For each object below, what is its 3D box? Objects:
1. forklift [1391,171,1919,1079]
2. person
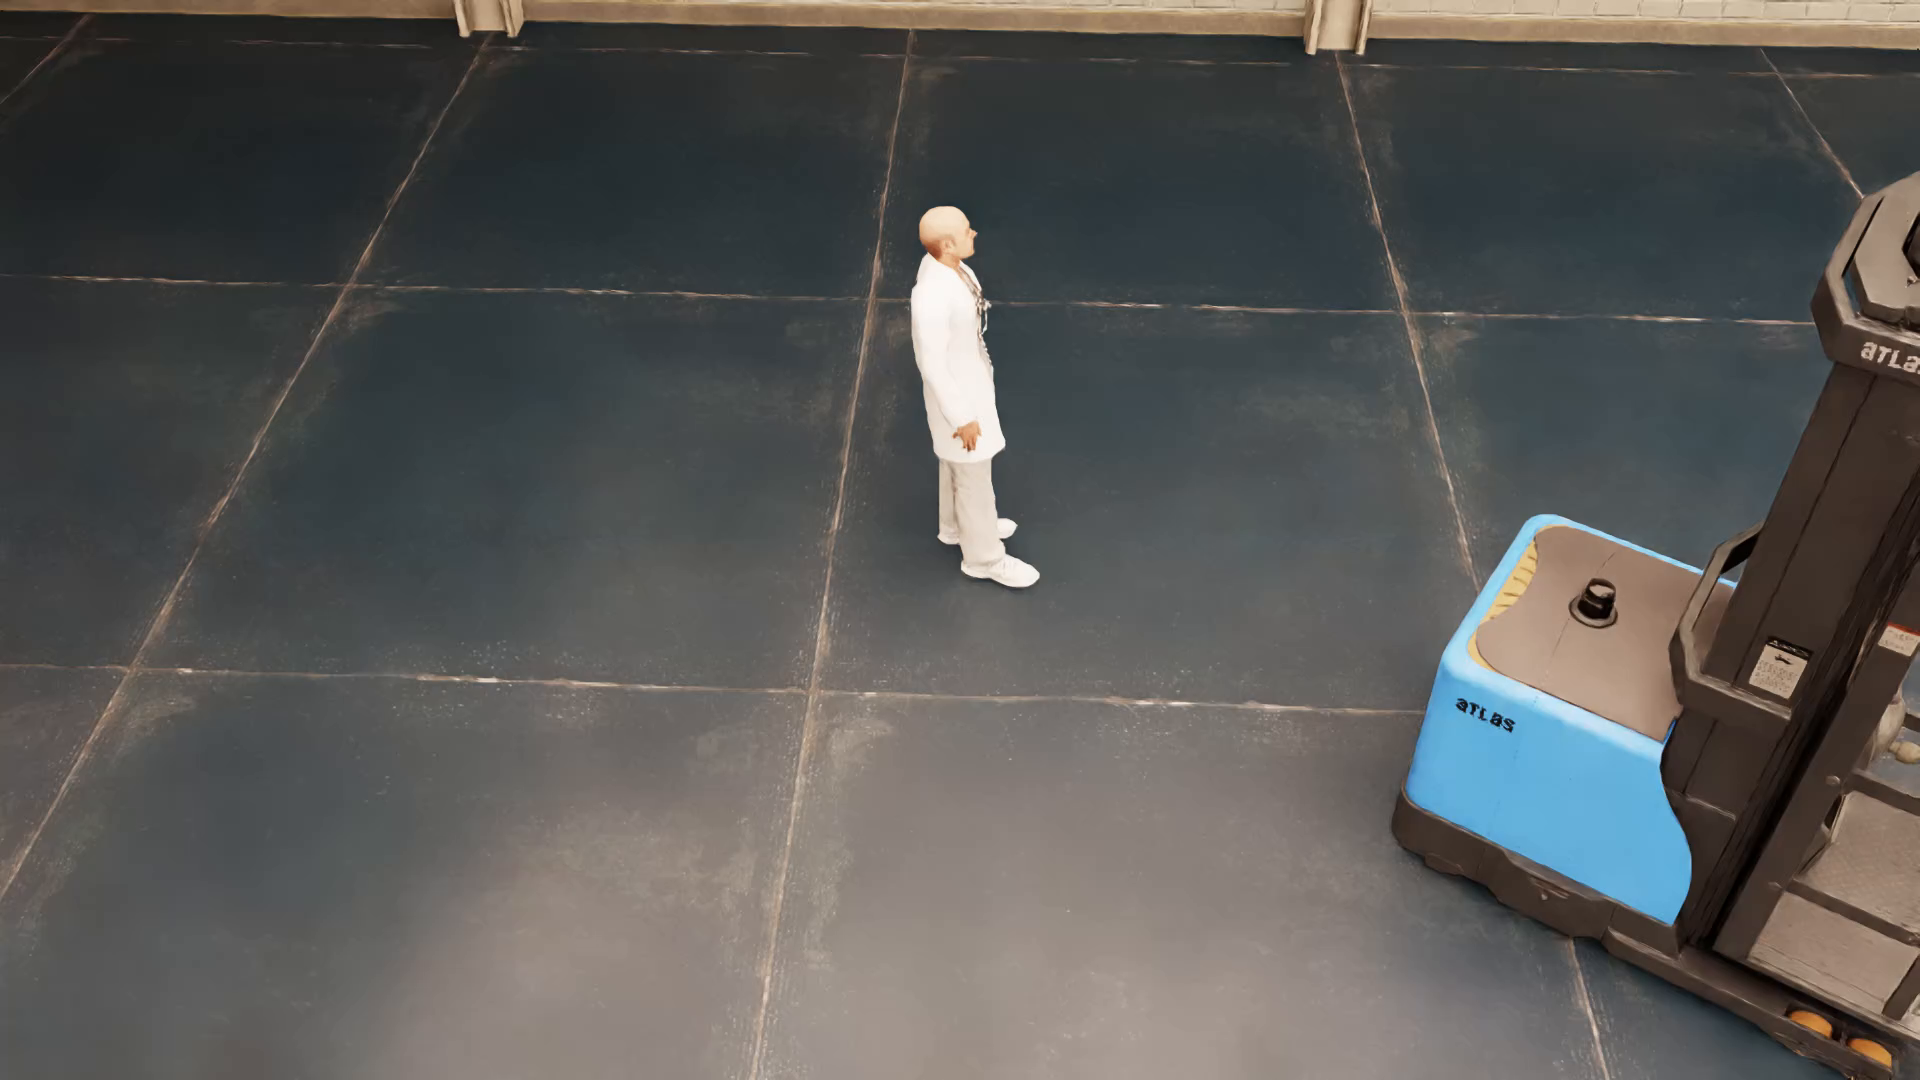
[{"bbox_3d":[3.208,0.412,5.291,3.031,2.935,1.130,24,48,24],"label":"forklift"},{"bbox_3d":[0.091,-0.656,7.306,0.579,1.776,0.694,2,42,2],"label":"person"}]
